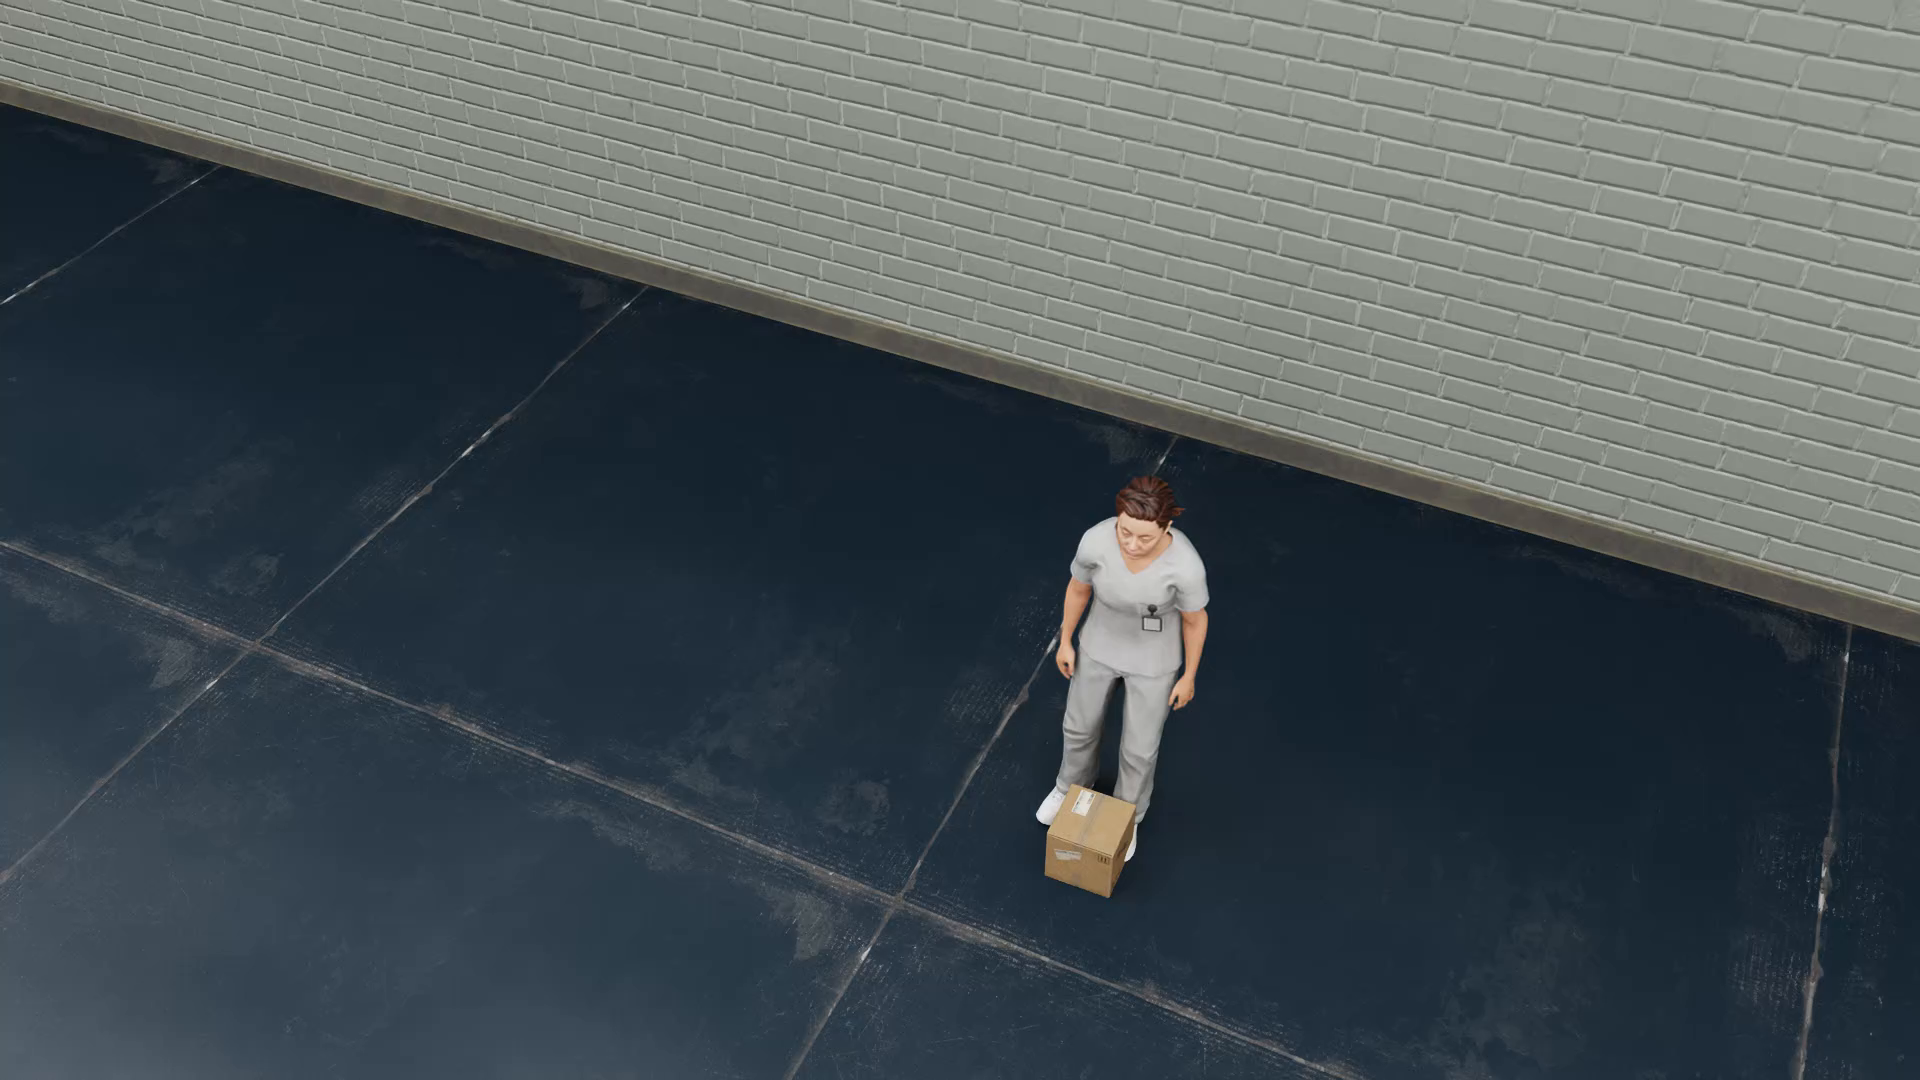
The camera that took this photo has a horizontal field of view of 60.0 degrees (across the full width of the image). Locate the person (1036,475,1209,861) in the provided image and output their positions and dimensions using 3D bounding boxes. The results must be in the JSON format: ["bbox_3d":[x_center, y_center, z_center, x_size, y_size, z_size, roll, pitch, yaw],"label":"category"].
[{"bbox_3d":[0.561,0.426,5.691,0.511,1.673,0.407,16,44,17],"label":"person"}]
